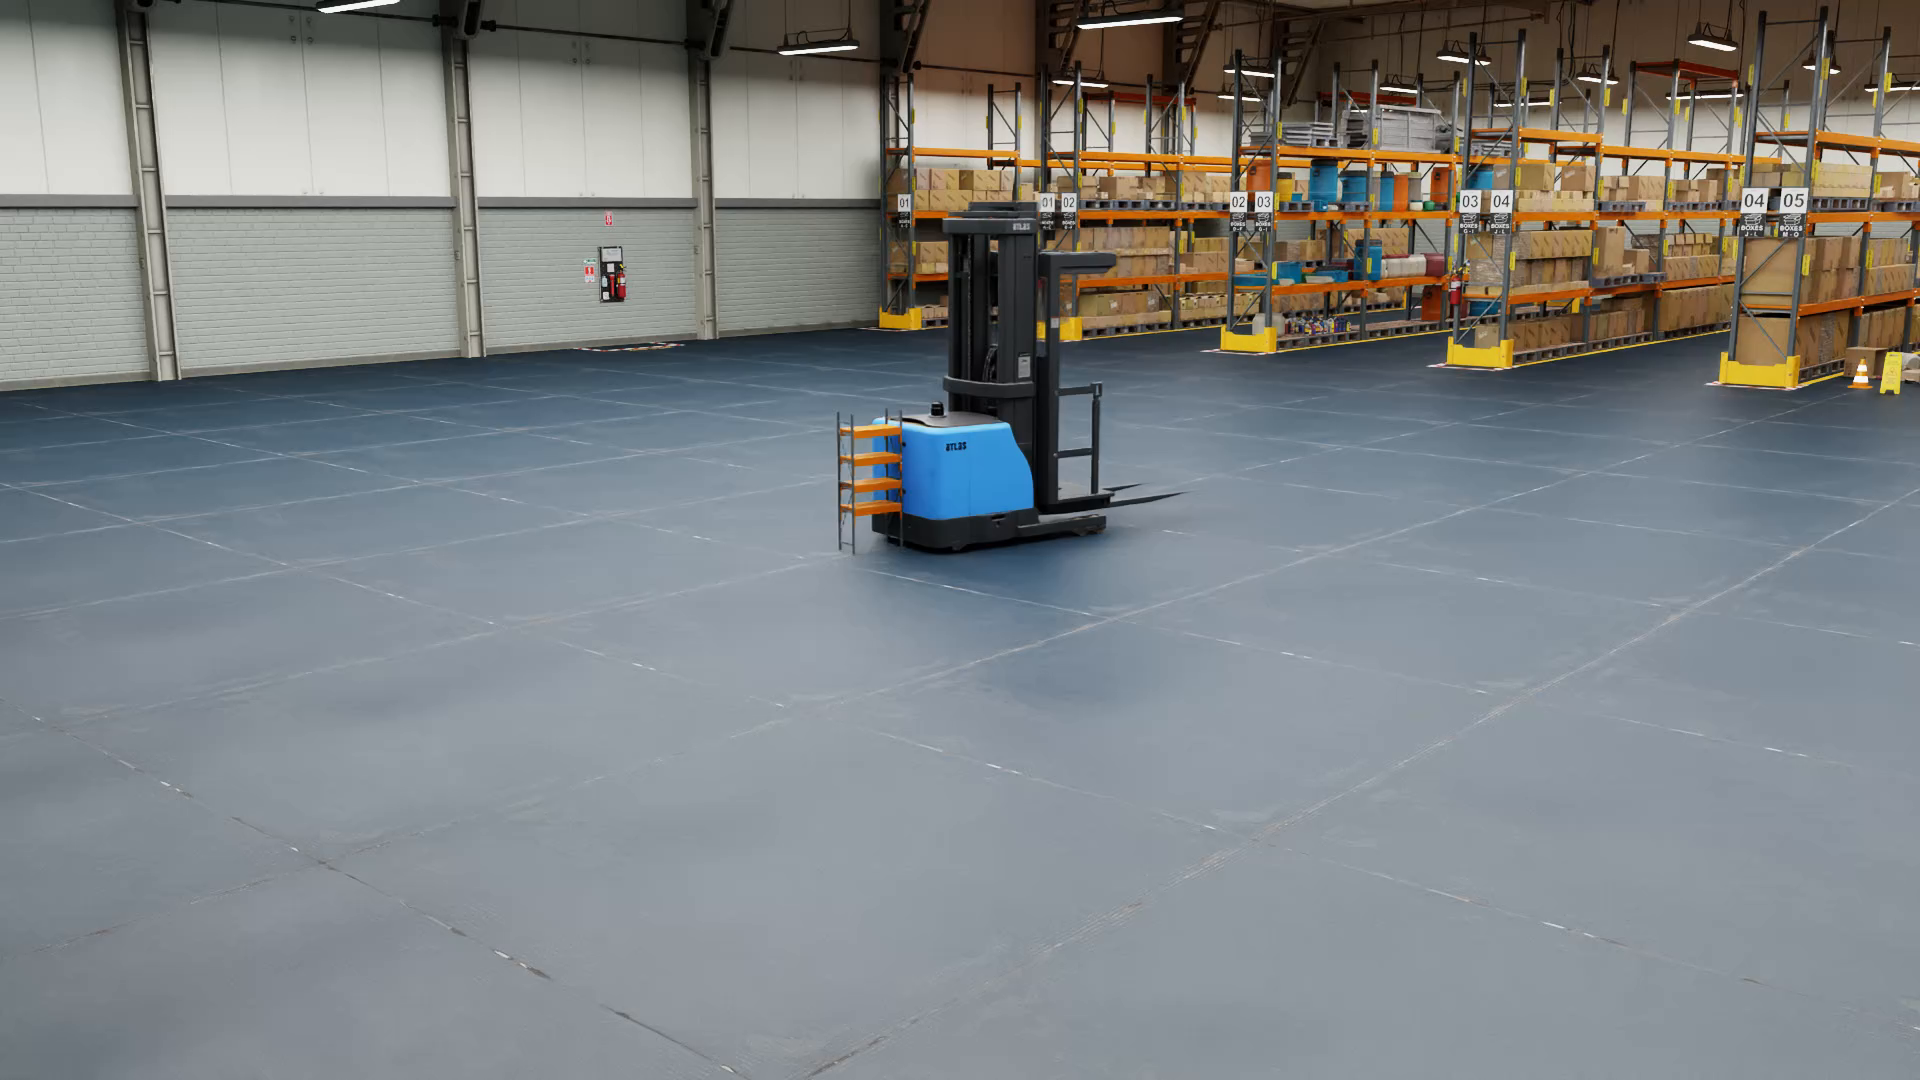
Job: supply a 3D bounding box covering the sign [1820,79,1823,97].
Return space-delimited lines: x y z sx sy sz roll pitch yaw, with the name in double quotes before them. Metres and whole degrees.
"sign" 15.534 -8.166 30.035 0.100 0.325 0.005 10 15 40

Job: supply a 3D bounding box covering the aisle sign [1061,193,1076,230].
"aisle sign" 2.398 -7.234 36.632 0.394 0.787 0.004 10 15 40

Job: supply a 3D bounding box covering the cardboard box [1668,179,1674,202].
"cardboard box" 15.279 -7.730 36.762 0.797 0.503 0.637 11 16 44

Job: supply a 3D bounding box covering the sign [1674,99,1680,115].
"sign" 15.345 -9.274 35.580 0.100 0.325 0.005 10 15 40

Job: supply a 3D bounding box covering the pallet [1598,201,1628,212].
"pallet" 12.778 -6.771 33.775 1.213 0.211 1.003 10 15 40

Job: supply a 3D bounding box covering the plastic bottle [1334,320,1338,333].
"plastic bottle" 8.158 -4.650 36.144 0.133 0.283 0.061 -11 16 -44

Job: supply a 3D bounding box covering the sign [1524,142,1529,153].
"sign" 14.262 -9.901 41.839 0.100 0.325 0.005 10 15 40

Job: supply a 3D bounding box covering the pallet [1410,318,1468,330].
"pallet" 11.699 -5.298 40.698 1.003 0.211 1.213 10 15 40

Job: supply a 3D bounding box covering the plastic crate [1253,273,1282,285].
"plastic crate" 6.468 -5.501 34.976 0.499 0.251 0.408 10 15 40

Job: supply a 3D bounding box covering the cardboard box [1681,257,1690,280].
"cardboard box" 16.130 -6.141 37.544 0.500 0.500 0.500 9 15 39

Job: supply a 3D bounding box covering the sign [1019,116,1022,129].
"sign" 1.523 -10.602 42.232 0.100 0.325 0.005 10 15 40

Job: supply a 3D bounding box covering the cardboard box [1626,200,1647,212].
"cardboard box" 14.150 -7.051 35.081 0.500 0.250 0.500 10 15 42

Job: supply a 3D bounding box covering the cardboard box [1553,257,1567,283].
"cardboard box" 11.336 -5.296 32.555 0.875 0.500 0.500 10 15 40

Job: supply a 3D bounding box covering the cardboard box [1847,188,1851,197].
"cardboard box" 15.109 -5.979 28.644 0.380 0.149 0.250 10 15 40

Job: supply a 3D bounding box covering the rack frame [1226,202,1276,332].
"rack frame" 5.929 -5.367 33.924 1.000 3.000 0.127 10 15 40

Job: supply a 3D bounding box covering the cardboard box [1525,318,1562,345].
"cardboard box" 11.624 -4.156 33.173 0.500 0.500 0.500 -7 13 -30

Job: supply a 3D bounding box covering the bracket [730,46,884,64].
"bracket" -3.420 -11.081 38.027 0.076 0.066 4.783 10 15 40

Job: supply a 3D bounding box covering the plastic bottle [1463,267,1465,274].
"plastic bottle" 12.229 -6.570 40.453 0.097 0.201 0.097 0 11 0

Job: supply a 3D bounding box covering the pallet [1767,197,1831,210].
"pallet" 13.791 -5.609 27.701 1.003 0.211 1.213 10 15 40

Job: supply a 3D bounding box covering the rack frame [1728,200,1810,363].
"rack frame" 13.309 -4.071 27.433 1.000 3.000 0.127 10 15 40

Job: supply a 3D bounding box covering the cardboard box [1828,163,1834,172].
"cardboard box" 14.270 -6.184 27.633 0.380 0.149 0.250 10 15 41

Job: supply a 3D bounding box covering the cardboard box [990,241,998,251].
"cardboard box" 0.723 -7.357 42.303 0.500 0.500 0.500 10 15 40

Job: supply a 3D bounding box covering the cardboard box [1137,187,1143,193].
"cardboard box" 3.964 -8.179 39.142 0.500 0.311 0.500 9 14 37

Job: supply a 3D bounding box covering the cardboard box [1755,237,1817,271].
"cardboard box" 13.877 -4.816 28.025 0.875 0.550 0.550 10 15 40

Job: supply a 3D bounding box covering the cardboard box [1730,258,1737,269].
"cardboard box" 18.410 -6.672 40.083 0.500 0.250 0.500 10 15 40

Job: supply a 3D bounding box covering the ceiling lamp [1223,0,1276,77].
"ceiling lamp" 6.790 -12.031 37.069 0.800 3.185 2.000 10 15 40

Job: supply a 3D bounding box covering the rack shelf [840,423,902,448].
"rack shelf" -0.764 -0.888 14.089 0.480 0.148 0.258 -8 14 -35

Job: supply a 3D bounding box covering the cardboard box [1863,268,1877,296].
"cardboard box" 16.498 -4.751 30.583 0.500 0.500 0.500 10 15 41

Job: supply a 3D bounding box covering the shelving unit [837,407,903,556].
"shelving unit" -0.764 -0.503 14.166 0.503 1.200 0.258 -8 14 -35

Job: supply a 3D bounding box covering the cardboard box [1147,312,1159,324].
"cardboard box" 4.372 -5.285 39.463 0.500 0.250 0.500 10 15 40

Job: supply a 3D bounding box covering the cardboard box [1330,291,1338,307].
"cardboard box" 10.022 -6.654 45.625 0.500 0.500 0.500 10 15 40

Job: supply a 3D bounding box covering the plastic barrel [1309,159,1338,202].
"plastic barrel" 7.832 -7.746 35.823 0.600 0.901 0.708 10 15 40

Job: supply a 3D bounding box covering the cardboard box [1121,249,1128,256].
"cardboard box" 3.647 -6.631 38.341 0.380 0.149 0.250 10 15 41

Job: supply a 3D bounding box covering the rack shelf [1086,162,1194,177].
"rack shelf" 5.088 -10.512 47.225 1.077 0.370 4.000 10 15 40

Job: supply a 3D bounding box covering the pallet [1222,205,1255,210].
"pallet" 7.111 -8.452 42.193 1.213 0.211 1.003 11 16 43

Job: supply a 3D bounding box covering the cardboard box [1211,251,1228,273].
"cardboard box" 6.396 -6.985 41.770 0.500 0.500 0.500 9 14 37

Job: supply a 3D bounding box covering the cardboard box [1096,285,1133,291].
"cardboard box" 4.352 -7.068 46.856 0.750 0.750 0.750 10 15 40

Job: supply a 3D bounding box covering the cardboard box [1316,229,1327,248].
"cardboard box" 10.271 -8.421 46.405 0.500 0.500 0.500 10 15 41

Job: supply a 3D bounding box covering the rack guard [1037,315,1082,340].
"rack guard" 2.195 -4.779 37.360 1.175 0.500 0.348 10 15 40

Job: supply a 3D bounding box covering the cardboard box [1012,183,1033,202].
"cardboard box" 1.549 -9.032 43.290 0.500 0.500 0.500 -9 15 -39

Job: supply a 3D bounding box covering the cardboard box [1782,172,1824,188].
"cardboard box" 13.820 -5.907 27.263 0.500 0.250 0.500 10 15 40

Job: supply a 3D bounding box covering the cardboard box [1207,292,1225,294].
"cardboard box" 6.585 -6.200 42.611 0.500 0.311 0.500 9 15 39

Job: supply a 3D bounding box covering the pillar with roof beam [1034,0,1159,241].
"pillar with roof beam" 5.494 -10.131 42.458 9.100 9.000 0.548 10 15 40

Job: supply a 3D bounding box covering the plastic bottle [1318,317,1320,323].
"plastic bottle" 7.917 -4.784 36.818 0.061 0.283 0.133 10 15 40

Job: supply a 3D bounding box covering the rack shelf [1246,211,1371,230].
"rack shelf" 7.249 -6.779 35.174 1.077 0.370 4.000 10 15 40

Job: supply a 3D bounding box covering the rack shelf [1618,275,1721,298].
"rack shelf" 16.251 -5.845 38.155 1.077 0.370 4.000 10 15 40

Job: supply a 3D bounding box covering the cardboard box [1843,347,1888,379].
"cardboard box" 15.695 -3.073 28.816 0.500 0.500 0.500 -9 14 -38

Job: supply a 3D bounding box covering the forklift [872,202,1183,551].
"forklift" 0.707 -1.548 14.980 3.031 2.935 1.130 -8 14 -35

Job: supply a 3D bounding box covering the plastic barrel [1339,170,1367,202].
"plastic barrel" 8.742 -7.775 37.043 0.600 0.901 0.708 10 15 40

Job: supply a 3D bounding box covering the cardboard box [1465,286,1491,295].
"cardboard box" 9.683 -4.672 31.086 0.380 0.149 0.250 10 15 40

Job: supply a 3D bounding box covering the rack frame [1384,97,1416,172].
"rack frame" 12.773 -11.304 48.332 1.000 3.000 0.127 10 15 40

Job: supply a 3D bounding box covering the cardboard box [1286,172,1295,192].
"cardboard box" 8.458 -9.409 43.693 0.500 0.500 0.500 10 15 40

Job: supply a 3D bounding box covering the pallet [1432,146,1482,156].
"pallet" 11.709 -9.299 39.799 1.213 0.211 1.003 10 15 40

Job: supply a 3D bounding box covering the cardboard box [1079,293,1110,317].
"cardboard box" 3.061 -5.357 37.909 0.500 0.500 0.500 10 15 40
